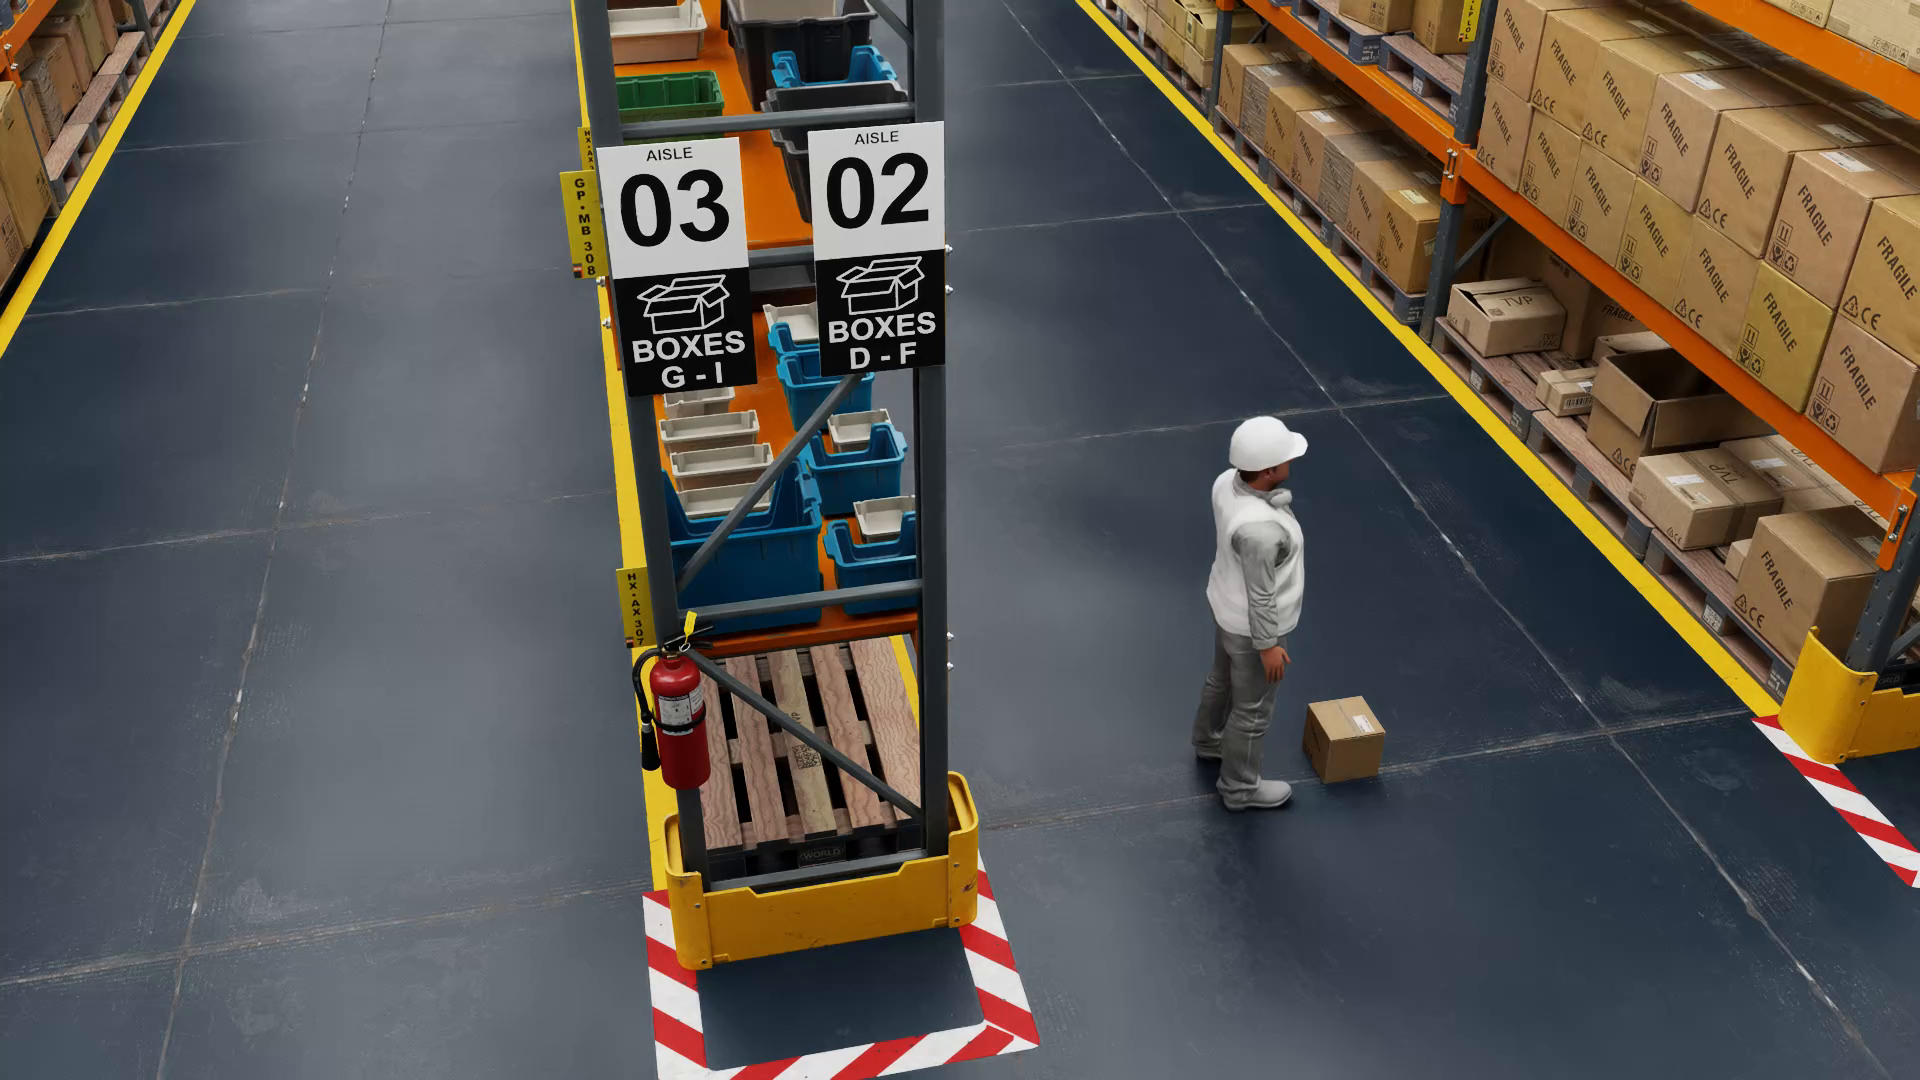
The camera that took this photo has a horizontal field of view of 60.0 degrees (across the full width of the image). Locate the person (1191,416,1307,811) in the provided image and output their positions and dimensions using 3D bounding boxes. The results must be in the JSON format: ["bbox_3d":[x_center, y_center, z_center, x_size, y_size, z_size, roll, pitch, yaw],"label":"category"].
[{"bbox_3d":[1.197,0.288,6.678,0.401,1.777,0.569,-3,34,-4],"label":"person"}]
